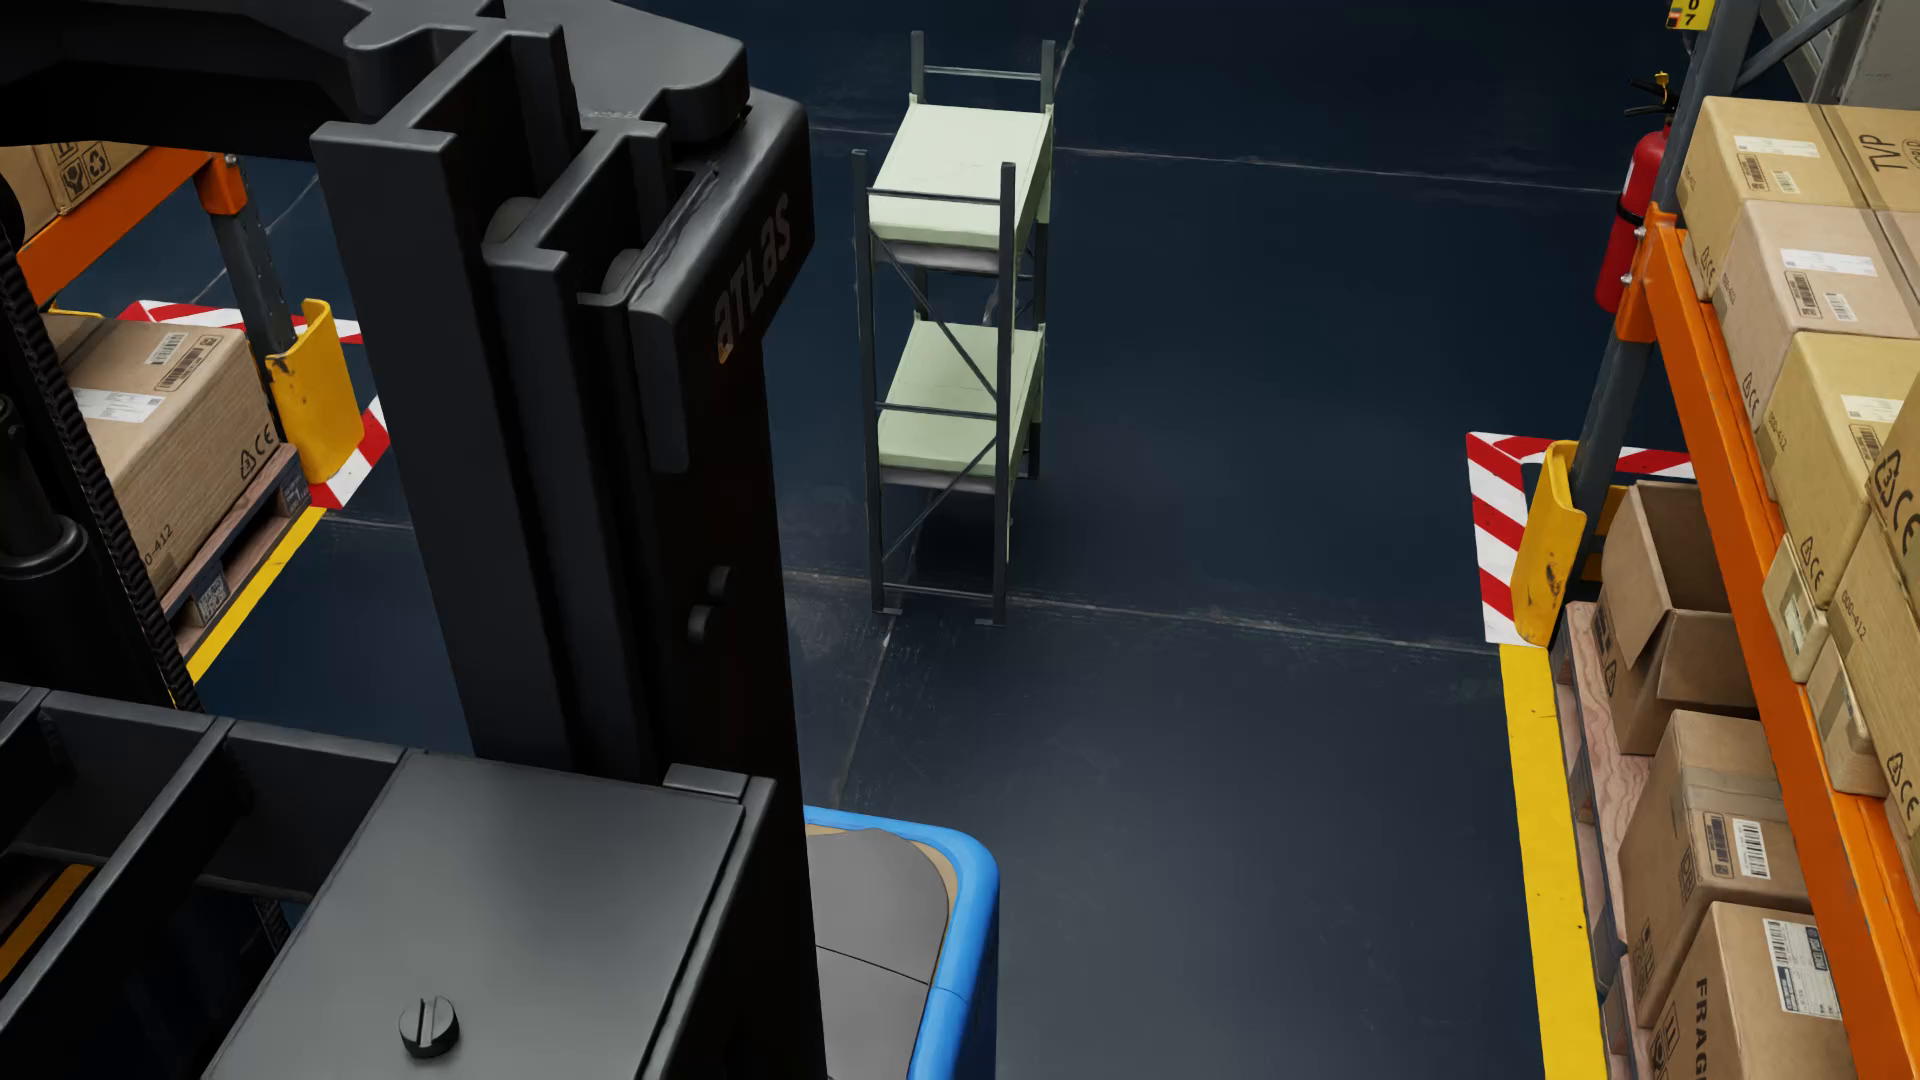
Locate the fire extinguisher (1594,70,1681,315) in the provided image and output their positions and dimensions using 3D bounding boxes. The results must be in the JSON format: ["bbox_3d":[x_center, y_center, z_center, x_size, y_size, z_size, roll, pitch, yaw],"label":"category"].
[{"bbox_3d":[1.827,-0.912,4.352,0.296,0.674,0.183,6,40,8],"label":"fire extinguisher"}]

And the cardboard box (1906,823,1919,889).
[{"bbox_3d":[1.583,0.537,2.130,0.500,0.250,0.500,6,40,7],"label":"cardboard box"}]

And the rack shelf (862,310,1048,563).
[{"bbox_3d":[-0.001,-0.323,4.975,0.431,0.370,0.720,6,40,8],"label":"rack shelf"}]

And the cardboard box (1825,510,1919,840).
[{"bbox_3d":[1.673,0.214,2.521,0.500,0.250,0.500,5,40,7],"label":"cardboard box"}]

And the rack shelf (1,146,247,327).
[{"bbox_3d":[-2.979,0.045,3.406,1.077,0.370,4.000,6,40,8],"label":"rack shelf"}]

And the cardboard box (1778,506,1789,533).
[{"bbox_3d":[1.775,-0.016,3.113,0.380,0.149,0.250,7,40,8],"label":"cardboard box"}]

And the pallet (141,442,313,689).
[{"bbox_3d":[-2.694,0.098,4.966,1.003,0.211,1.213,6,40,8],"label":"pallet"}]

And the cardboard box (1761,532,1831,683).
[{"bbox_3d":[1.657,0.134,2.931,0.380,0.149,0.250,5,40,6],"label":"cardboard box"}]

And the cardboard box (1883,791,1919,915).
[{"bbox_3d":[1.655,0.471,2.524,0.380,0.149,0.250,6,40,8],"label":"cardboard box"}]

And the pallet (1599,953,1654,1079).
[{"bbox_3d":[1.893,1.444,3.338,1.003,0.211,1.213,6,40,8],"label":"pallet"}]

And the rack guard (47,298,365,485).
[{"bbox_3d":[-2.629,-0.539,5.509,1.175,0.500,0.348,6,40,8],"label":"rack guard"}]

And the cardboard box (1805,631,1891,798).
[{"bbox_3d":[1.632,0.301,2.729,0.380,0.149,0.250,7,40,9],"label":"cardboard box"}]

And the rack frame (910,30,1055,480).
[{"bbox_3d":[0.062,-0.804,5.045,0.400,1.500,0.023,6,40,8],"label":"rack frame"}]

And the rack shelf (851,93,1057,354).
[{"bbox_3d":[-0.001,-0.875,4.518,0.431,0.370,0.720,6,40,8],"label":"rack shelf"}]

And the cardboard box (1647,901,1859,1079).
[{"bbox_3d":[1.681,1.086,3.215,0.500,0.500,0.500,7,40,8],"label":"cardboard box"}]

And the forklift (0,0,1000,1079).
[{"bbox_3d":[-0.717,1.077,1.648,1.130,2.935,3.031,8,40,9],"label":"forklift"}]

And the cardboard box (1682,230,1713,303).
[{"bbox_3d":[1.929,-0.669,3.902,0.380,0.149,0.250,6,40,7],"label":"cardboard box"}]

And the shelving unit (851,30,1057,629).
[{"bbox_3d":[-0.001,-0.574,4.767,0.431,1.500,0.755,6,40,8],"label":"shelving unit"}]

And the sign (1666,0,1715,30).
[{"bbox_3d":[1.722,-1.335,3.832,0.100,0.325,0.005,6,40,8],"label":"sign"}]

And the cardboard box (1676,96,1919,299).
[{"bbox_3d":[1.912,-0.744,3.680,0.500,0.250,0.500,7,40,8],"label":"cardboard box"}]

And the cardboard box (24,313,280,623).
[{"bbox_3d":[-2.649,-0.236,4.863,0.875,0.438,0.875,5,40,6],"label":"cardboard box"}]

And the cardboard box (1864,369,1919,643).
[{"bbox_3d":[1.653,-0.091,2.302,0.500,0.500,0.500,7,40,9],"label":"cardboard box"}]

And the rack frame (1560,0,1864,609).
[{"bbox_3d":[2.256,-0.942,4.035,1.000,3.000,0.127,6,40,8],"label":"rack frame"}]

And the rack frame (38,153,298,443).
[{"bbox_3d":[-2.633,-1.487,4.694,1.000,3.000,0.127,6,40,8],"label":"rack frame"}]

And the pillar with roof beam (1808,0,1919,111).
[{"bbox_3d":[-0.629,-5.322,4.624,9.100,9.000,0.400,6,40,8],"label":"pillar with roof beam"}]

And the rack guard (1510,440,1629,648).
[{"bbox_3d":[2.243,0.069,4.774,1.175,0.500,0.348,6,40,8],"label":"rack guard"}]

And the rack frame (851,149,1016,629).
[{"bbox_3d":[-0.064,-0.344,4.489,0.400,1.500,0.023,6,40,8],"label":"rack frame"}]

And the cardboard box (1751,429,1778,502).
[{"bbox_3d":[1.815,-0.184,3.315,0.380,0.149,0.250,8,40,9],"label":"cardboard box"}]

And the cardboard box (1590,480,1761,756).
[{"bbox_3d":[2.057,0.232,4.245,0.797,0.503,0.637,5,40,6],"label":"cardboard box"}]

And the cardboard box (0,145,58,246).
[{"bbox_3d":[-2.558,-0.880,3.882,0.500,0.500,0.500,6,40,7],"label":"cardboard box"}]

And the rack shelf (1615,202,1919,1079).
[{"bbox_3d":[1.910,0.590,2.746,1.077,0.370,4.000,6,40,8],"label":"rack shelf"}]

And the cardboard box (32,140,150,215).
[{"bbox_3d":[-2.456,-1.194,4.261,0.500,0.500,0.500,7,40,8],"label":"cardboard box"}]

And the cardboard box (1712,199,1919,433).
[{"bbox_3d":[1.825,-0.427,3.297,0.500,0.250,0.500,7,40,8],"label":"cardboard box"}]

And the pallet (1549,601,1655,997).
[{"bbox_3d":[2.106,0.681,4.261,1.003,0.211,1.213,6,40,8],"label":"pallet"}]

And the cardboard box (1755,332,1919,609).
[{"bbox_3d":[1.741,-0.109,2.912,0.500,0.250,0.500,6,40,7],"label":"cardboard box"}]

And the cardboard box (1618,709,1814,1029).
[{"bbox_3d":[1.871,0.765,3.603,0.700,0.500,0.500,8,40,9],"label":"cardboard box"}]
